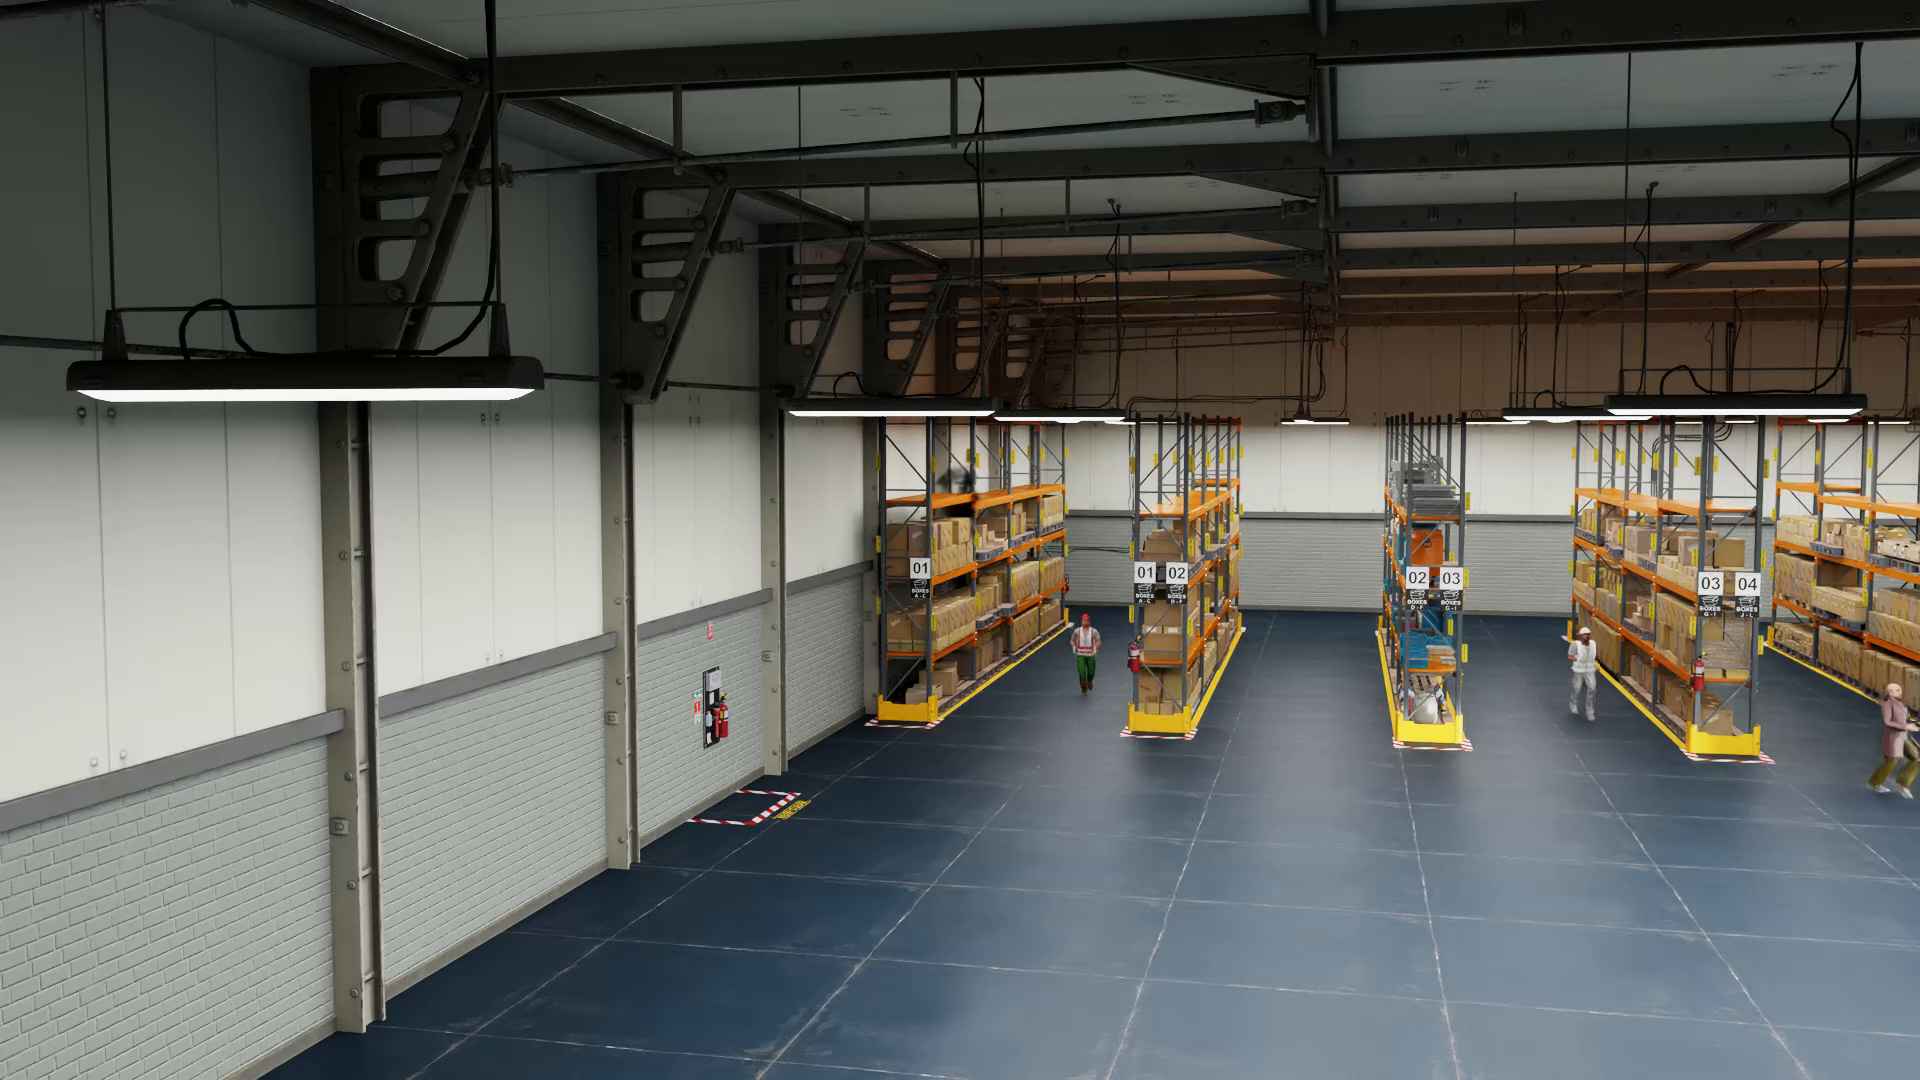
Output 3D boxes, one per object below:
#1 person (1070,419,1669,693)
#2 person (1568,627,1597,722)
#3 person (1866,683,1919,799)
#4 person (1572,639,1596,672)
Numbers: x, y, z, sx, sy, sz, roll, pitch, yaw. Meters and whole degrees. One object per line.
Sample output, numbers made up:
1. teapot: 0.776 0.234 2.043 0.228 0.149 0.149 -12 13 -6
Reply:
1. person: 9.412 0.179 37.841 13.735 5.844 6.591 0 4 4
2. person: 12.247 2.616 32.714 0.613 1.829 0.868 0 4 5
3. person: 14.523 3.116 25.799 0.679 1.801 0.795 -2 5 -32
4. person: 18.465 3.211 24.731 9.777 1.688 18.506 -1 4 -11
